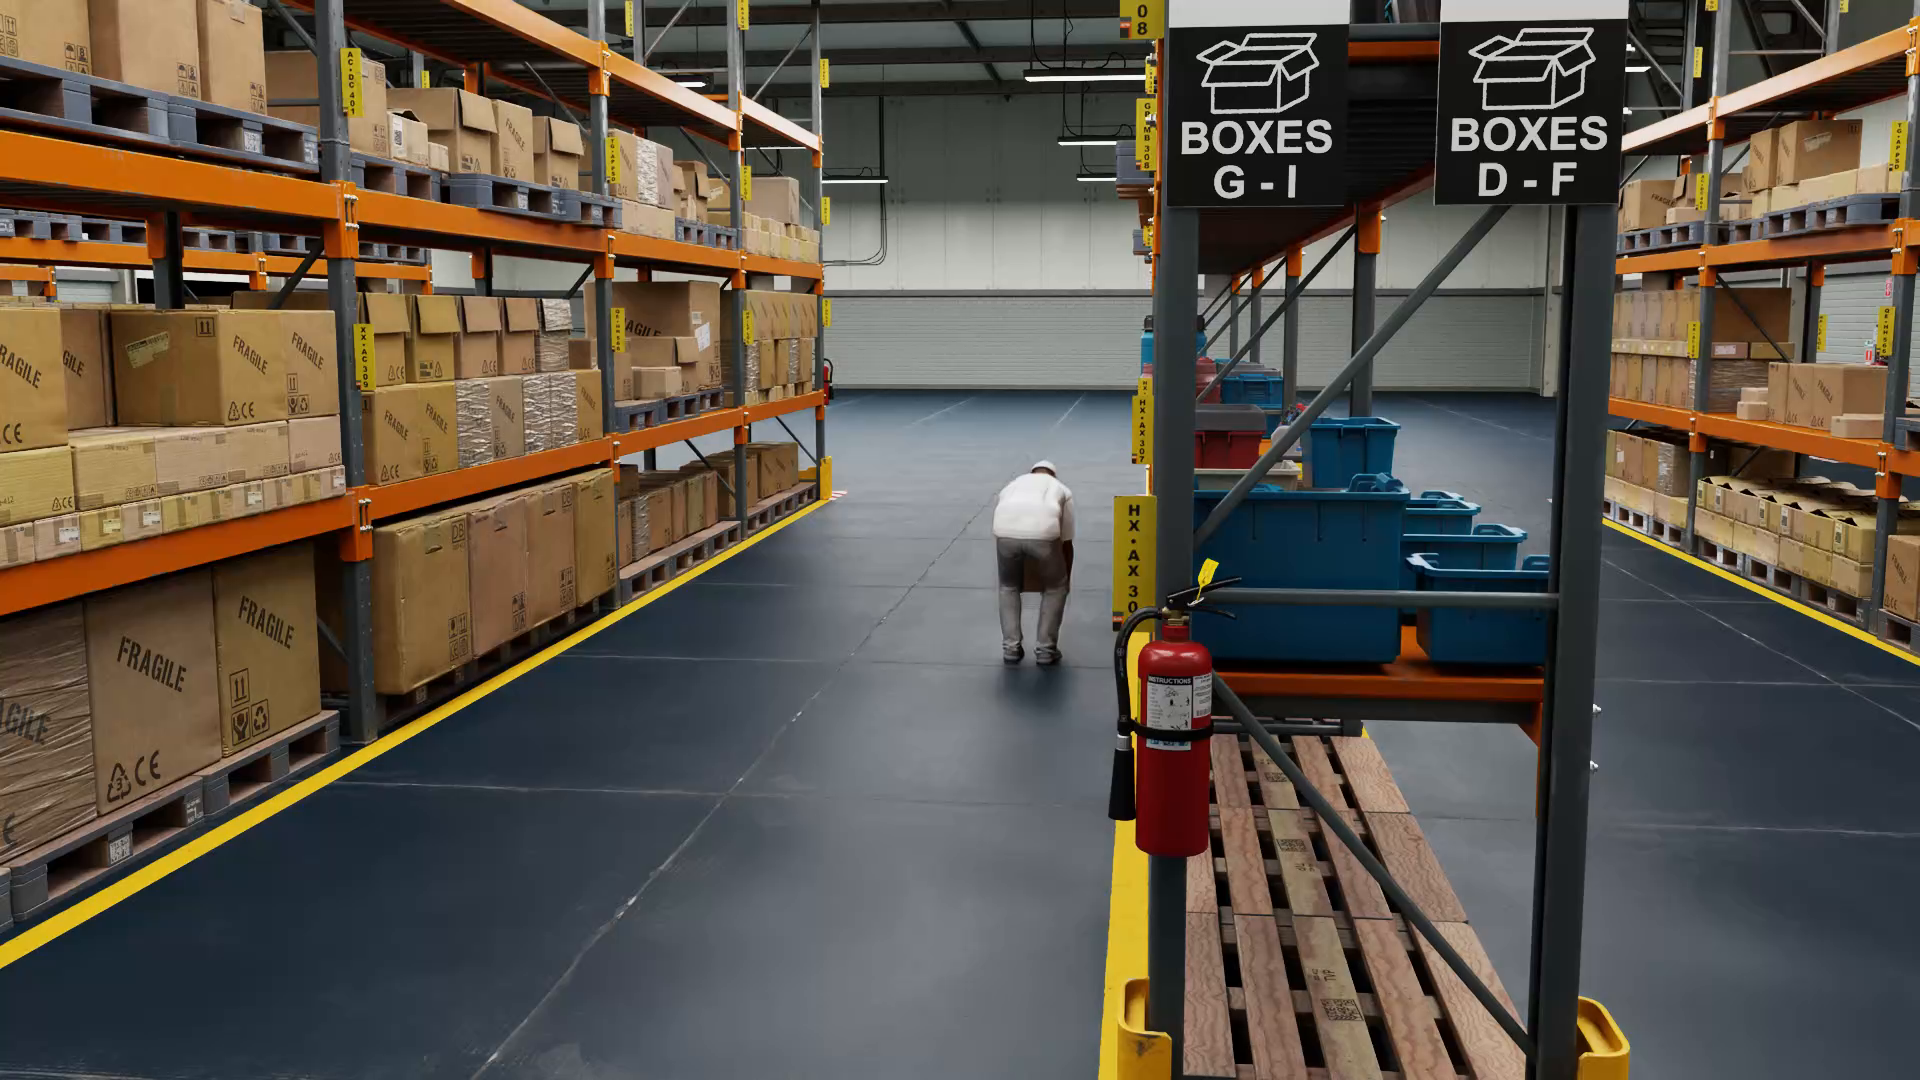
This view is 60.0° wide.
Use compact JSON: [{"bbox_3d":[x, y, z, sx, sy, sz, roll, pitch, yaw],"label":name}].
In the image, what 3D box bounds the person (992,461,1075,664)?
[{"bbox_3d":[0.474,0.129,10.761,0.498,1.230,0.946,2,8,13],"label":"person"}]
